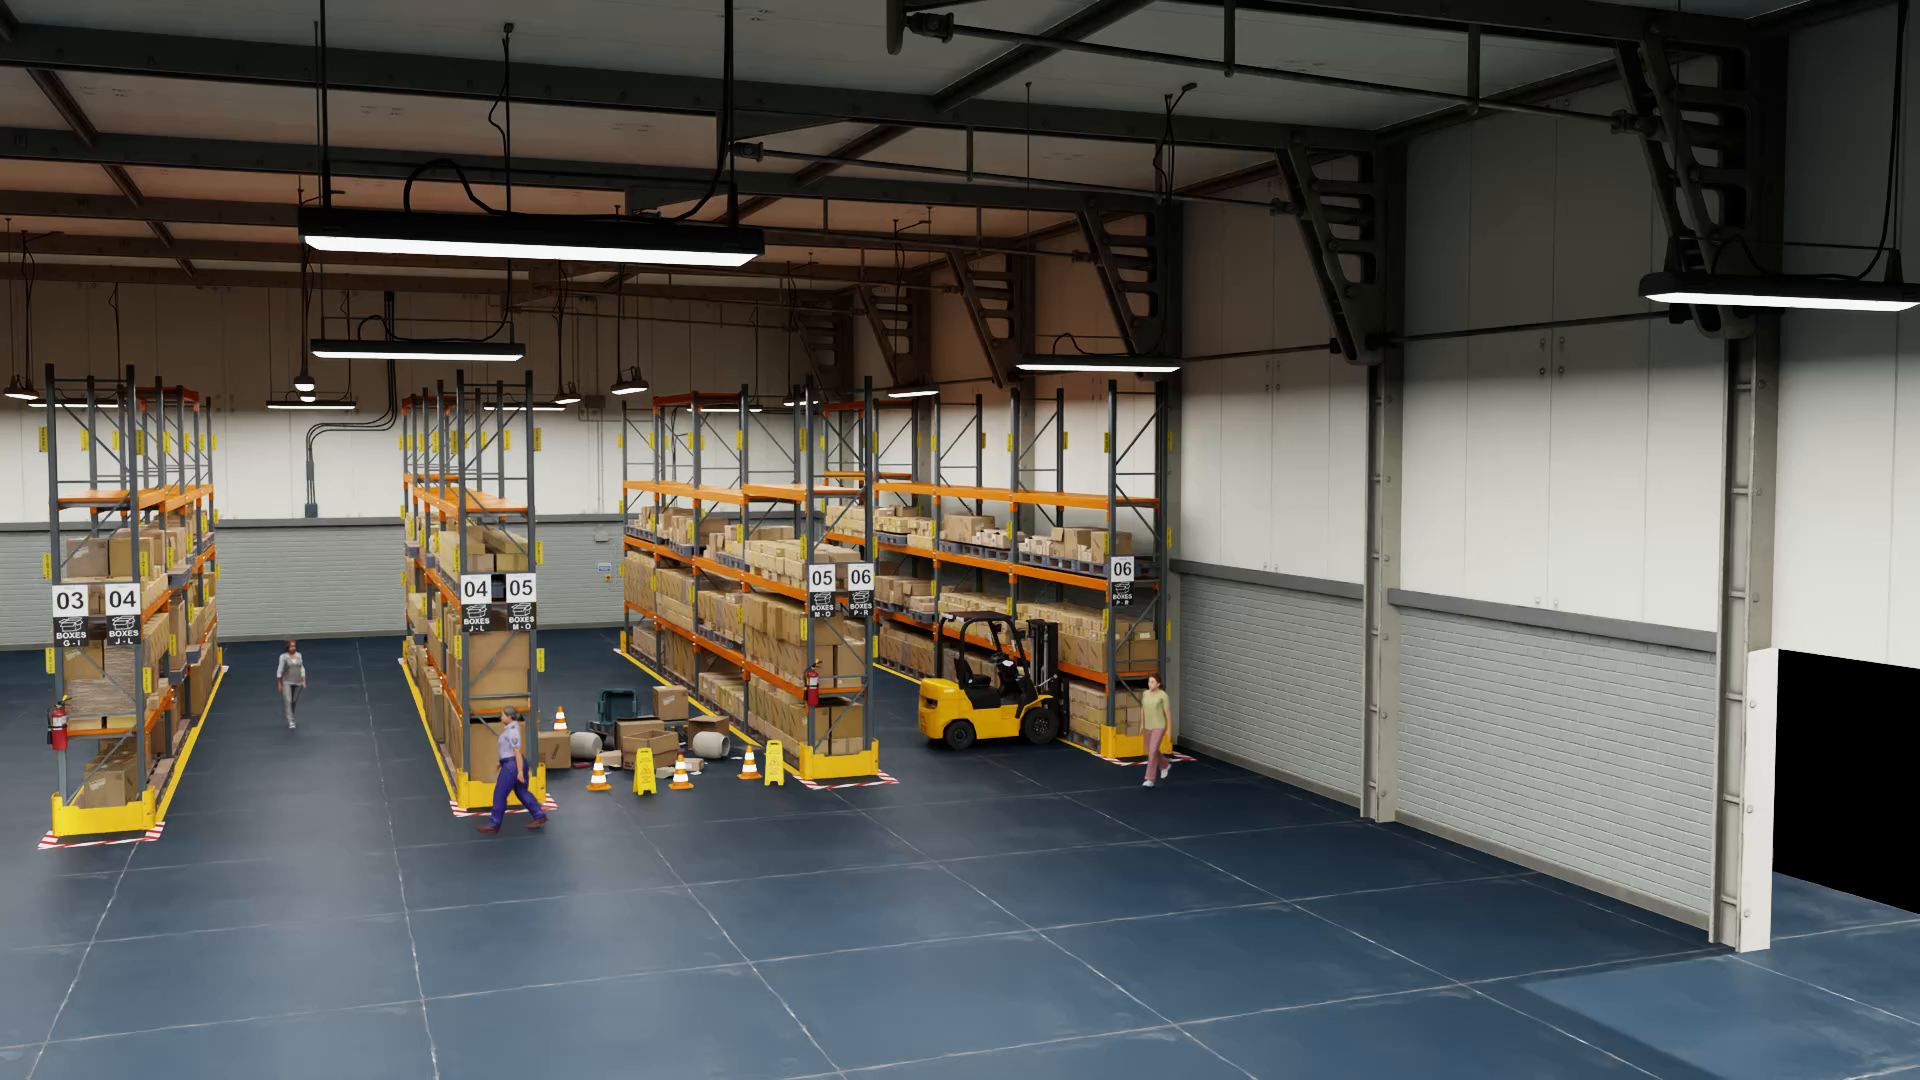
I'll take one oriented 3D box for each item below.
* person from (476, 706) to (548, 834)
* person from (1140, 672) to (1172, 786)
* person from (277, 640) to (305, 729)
[{"bbox_3d":[-5.777,2.945,21.426,0.848,1.625,0.517,0,3,-5],"label":"person"},{"bbox_3d":[2.884,2.753,24.378,0.827,1.650,0.514,-3,5,-45],"label":"person"},{"bbox_3d":[-11.635,2.511,28.998,0.441,1.546,0.961,-3,4,-42],"label":"person"}]
